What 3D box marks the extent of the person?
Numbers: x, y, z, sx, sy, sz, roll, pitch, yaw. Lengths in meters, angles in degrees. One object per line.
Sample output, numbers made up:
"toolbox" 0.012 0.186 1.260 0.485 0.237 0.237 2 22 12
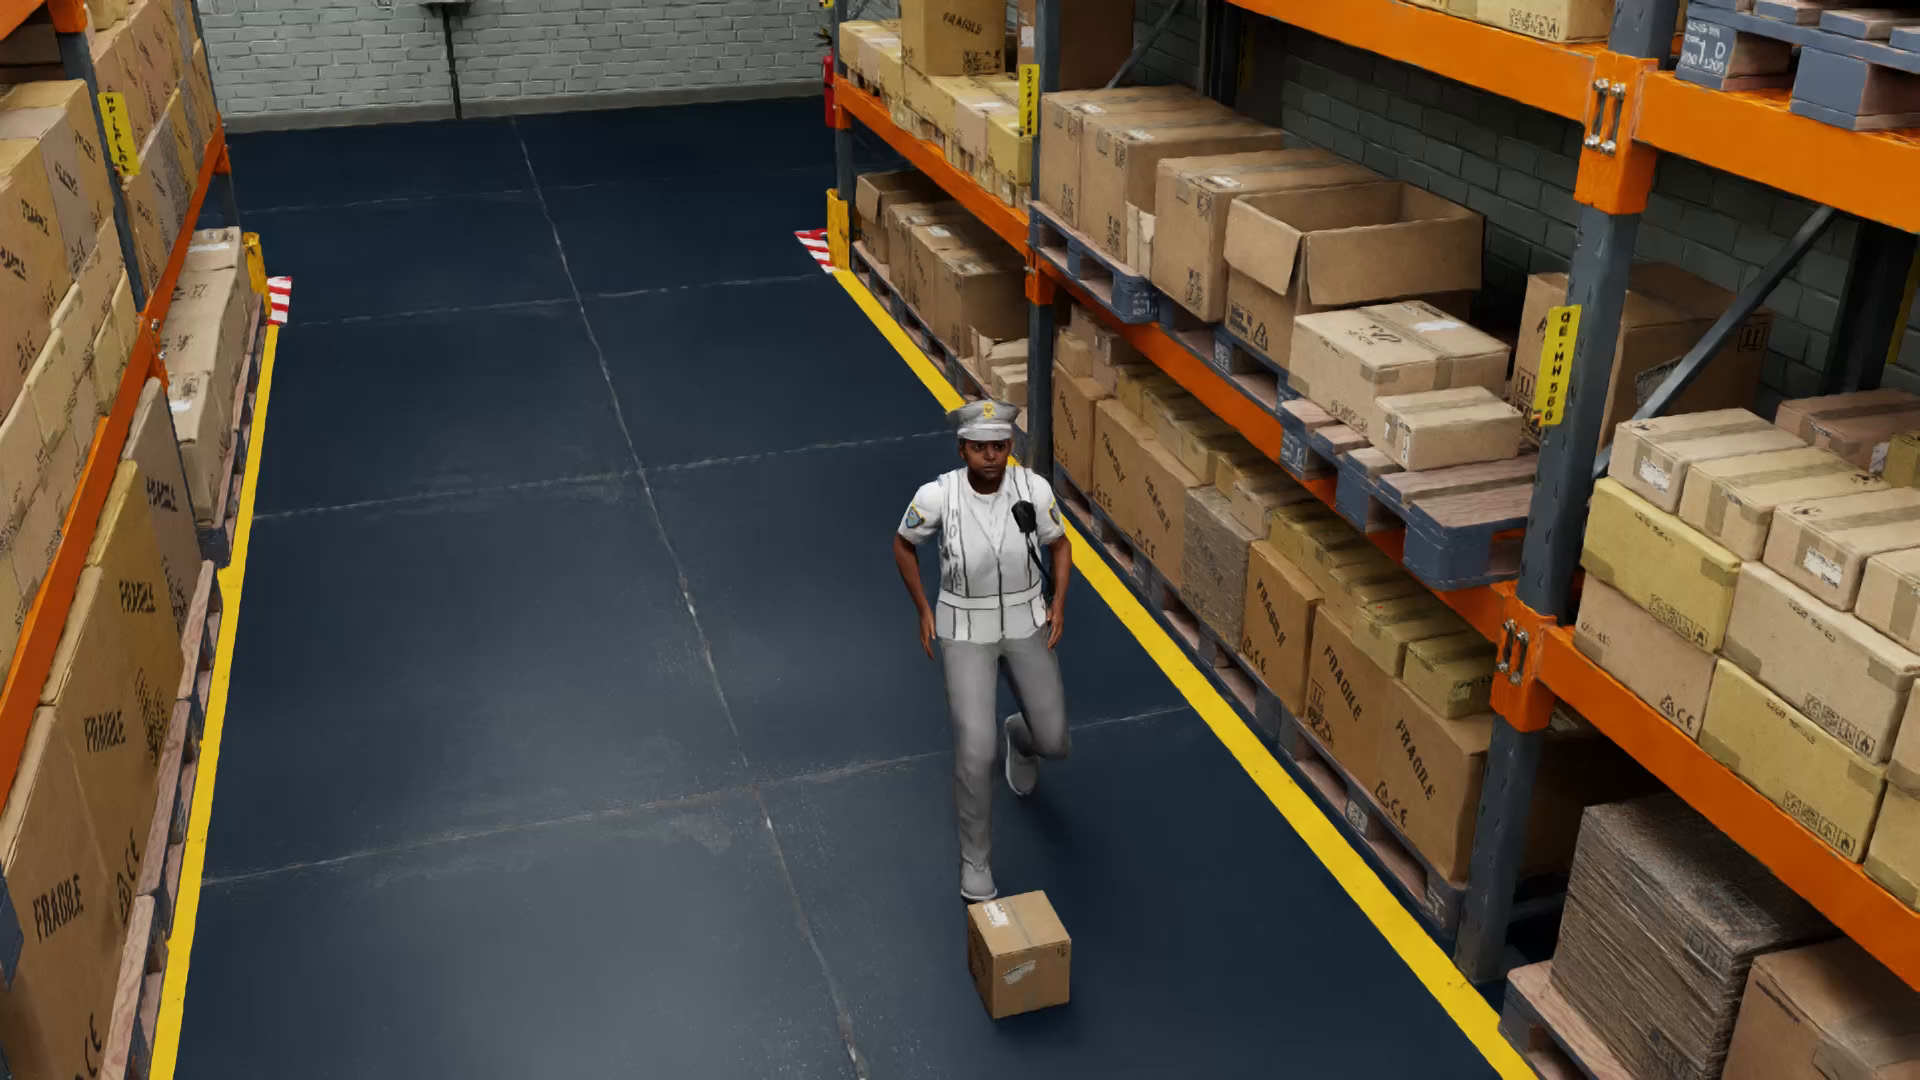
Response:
"person" 0.148 0.335 5.472 0.583 1.603 0.759 -8 27 -15
